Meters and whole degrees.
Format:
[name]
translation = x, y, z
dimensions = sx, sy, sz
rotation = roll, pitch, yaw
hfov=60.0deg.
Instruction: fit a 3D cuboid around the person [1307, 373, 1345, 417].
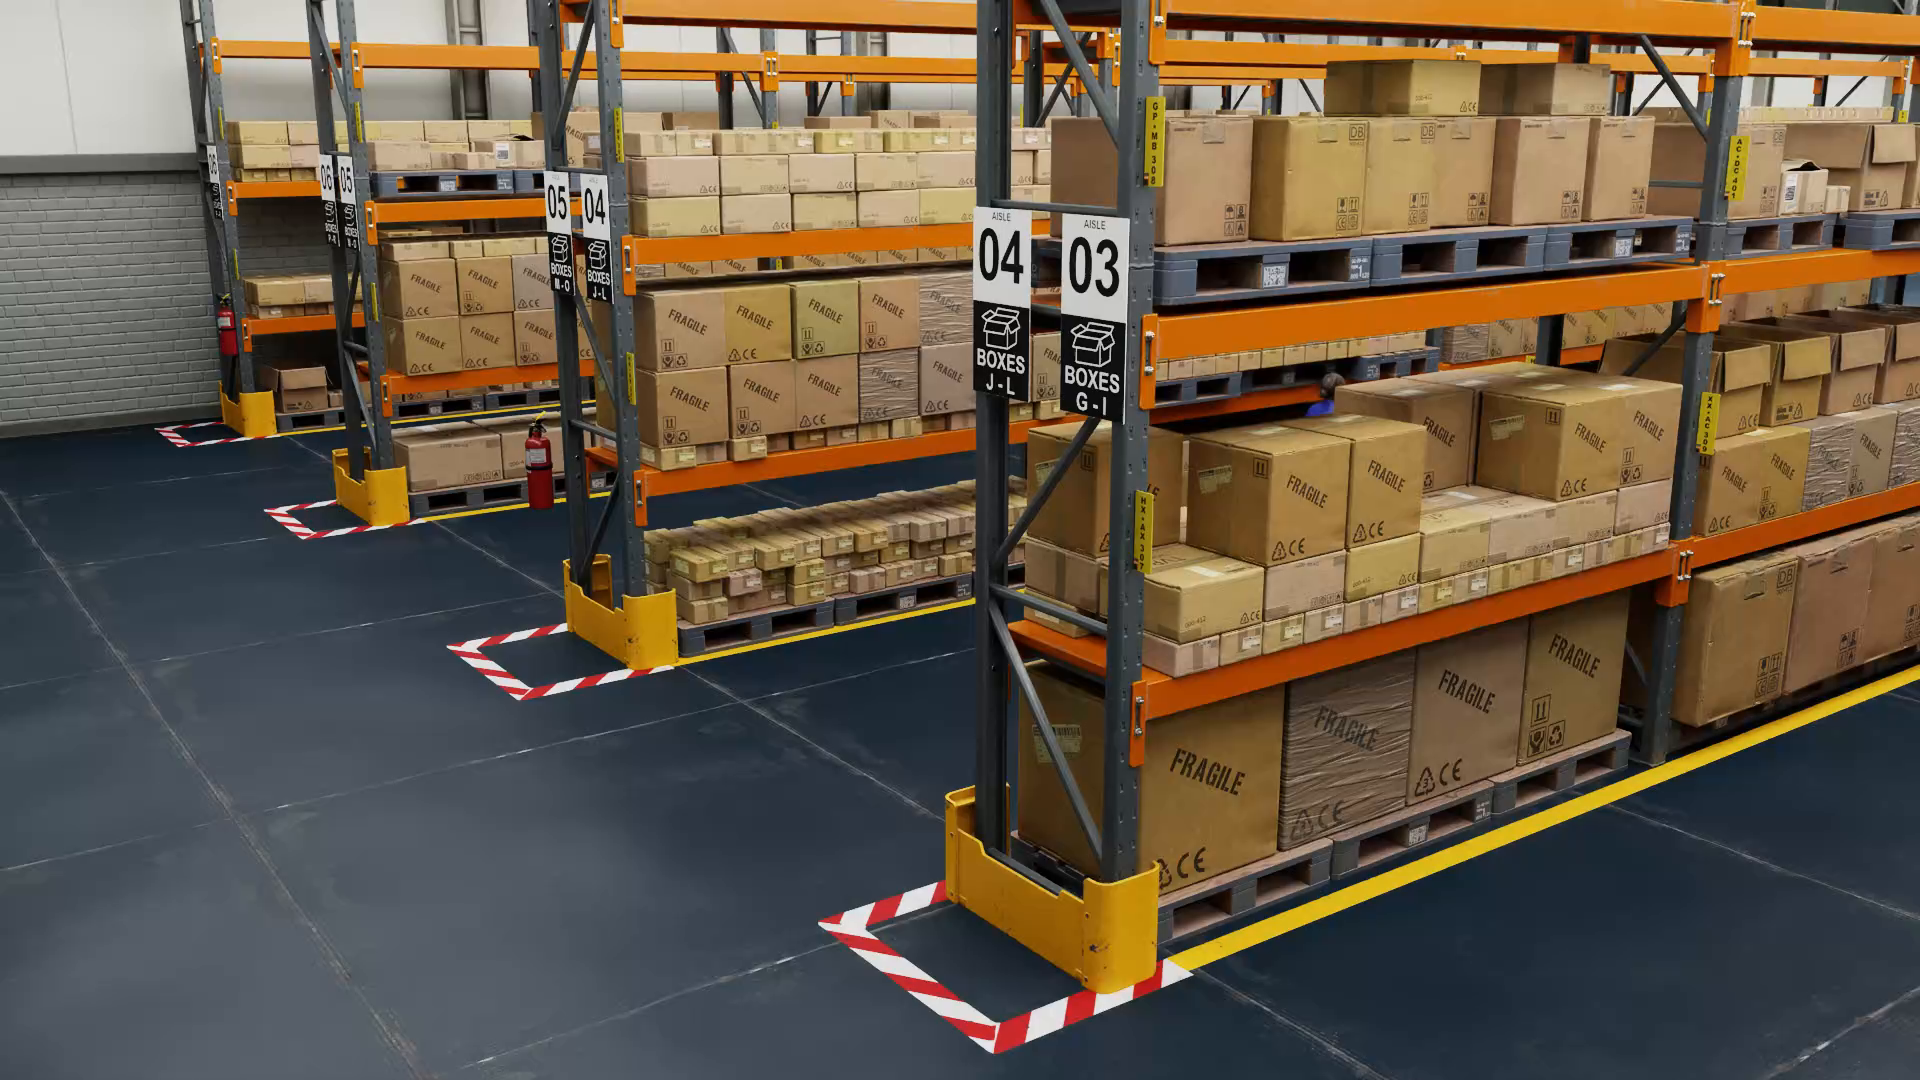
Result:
[person]
translation = 2.919, -0.531, 13.008
dimensions = 1.008, 1.590, 0.466
rotation = -10, 18, -34
